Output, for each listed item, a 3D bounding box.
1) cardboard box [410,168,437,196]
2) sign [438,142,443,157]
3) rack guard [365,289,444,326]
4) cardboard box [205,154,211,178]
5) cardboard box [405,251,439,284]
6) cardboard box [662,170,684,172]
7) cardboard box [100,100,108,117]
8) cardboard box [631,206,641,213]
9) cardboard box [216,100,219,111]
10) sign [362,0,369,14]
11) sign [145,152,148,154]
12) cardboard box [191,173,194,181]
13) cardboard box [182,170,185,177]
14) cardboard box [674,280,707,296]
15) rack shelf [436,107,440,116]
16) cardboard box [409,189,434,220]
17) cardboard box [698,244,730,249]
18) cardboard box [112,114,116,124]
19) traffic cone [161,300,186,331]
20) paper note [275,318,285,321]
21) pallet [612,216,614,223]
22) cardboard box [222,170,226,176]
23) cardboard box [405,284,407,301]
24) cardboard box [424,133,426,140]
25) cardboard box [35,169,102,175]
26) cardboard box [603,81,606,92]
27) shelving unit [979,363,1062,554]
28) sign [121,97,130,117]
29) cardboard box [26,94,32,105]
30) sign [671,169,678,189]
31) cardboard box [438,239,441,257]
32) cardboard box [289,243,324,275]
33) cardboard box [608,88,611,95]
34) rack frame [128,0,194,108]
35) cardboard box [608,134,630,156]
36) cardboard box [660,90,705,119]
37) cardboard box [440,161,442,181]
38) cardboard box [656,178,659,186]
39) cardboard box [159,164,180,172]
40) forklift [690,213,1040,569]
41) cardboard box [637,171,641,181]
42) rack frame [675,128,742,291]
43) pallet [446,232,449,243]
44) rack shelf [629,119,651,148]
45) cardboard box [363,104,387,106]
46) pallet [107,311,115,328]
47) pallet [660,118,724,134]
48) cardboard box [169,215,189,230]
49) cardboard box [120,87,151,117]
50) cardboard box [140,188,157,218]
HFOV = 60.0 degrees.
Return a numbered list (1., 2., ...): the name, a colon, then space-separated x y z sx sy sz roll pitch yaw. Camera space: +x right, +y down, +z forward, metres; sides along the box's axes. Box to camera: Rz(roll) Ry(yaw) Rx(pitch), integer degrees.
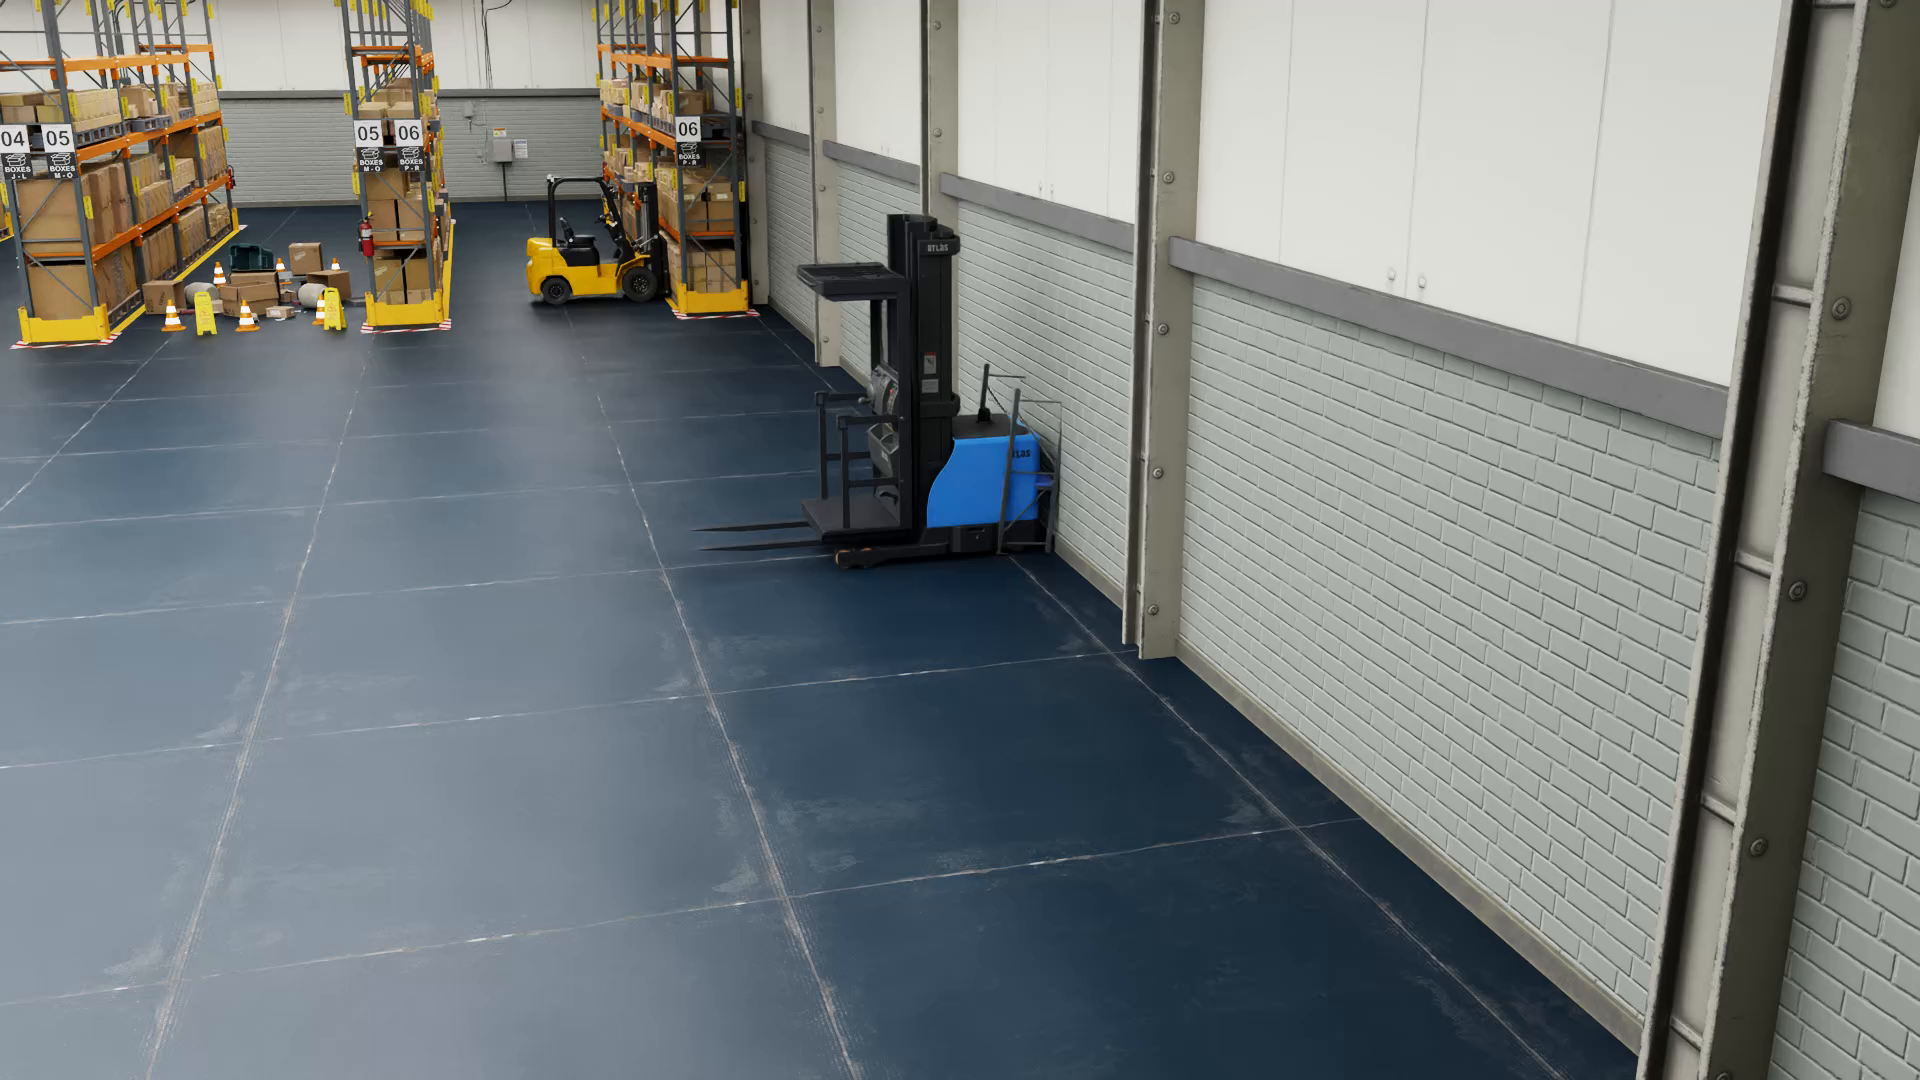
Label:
1. cardboard box: -9.911 -6.590 30.554 0.500 0.500 0.500 -4 17 -14
2. sign: -11.737 -8.821 37.527 0.100 0.325 0.005 -5 17 -15
3. rack guard: -8.979 -3.764 26.910 1.175 0.500 0.348 -5 17 -15
4. cardboard box: -17.025 -8.323 37.054 0.500 0.500 0.500 -5 17 -15
5. cardboard box: -9.069 -4.579 28.026 0.500 0.500 0.500 -5 18 -17
6. cardboard box: -5.308 -6.765 30.739 0.380 0.149 0.250 -4 17 -14
7. cardboard box: -14.133 -6.989 26.928 0.500 0.250 0.500 -5 17 -16
8. cardboard box: -7.102 -7.346 36.980 0.380 0.149 0.250 -6 18 -18
9. cardboard box: -17.708 -10.206 39.059 0.500 0.250 0.500 -5 17 -16
10. sign: -11.690 -10.504 32.678 0.100 0.325 0.005 -5 17 -15
11. sign: -17.508 -8.209 35.860 0.100 0.325 0.005 -5 17 -15
12. cardboard box: -16.616 -7.754 35.558 0.380 0.149 0.250 -5 17 -15
13. cardboard box: -16.323 -7.604 34.540 0.380 0.149 0.250 -5 17 -15
14. cardboard box: -4.620 -4.322 28.475 0.500 0.250 0.500 -5 17 -15
15. rack shelf: -12.806 -9.904 39.044 1.077 0.370 4.000 -5 17 -15
16. cardboard box: -9.256 -5.707 28.344 0.500 0.500 0.500 -5 17 -16
17. cardboard box: -4.278 -4.982 28.933 0.500 0.250 0.500 -5 17 -15
18. cardboard box: -14.240 -6.976 27.577 0.380 0.149 0.250 -4 17 -14
19. traffic cone: -12.471 -3.565 26.312 0.336 0.463 0.334 -5 17 -15
20. paper note: -11.132 -3.622 27.254 0.148 0.019 0.142 -12 20 -34
21. pallet: -8.012 -7.845 41.000 1.003 0.211 1.213 -5 17 -15
22. cardboard box: -17.726 -8.758 39.629 0.380 0.149 0.250 -5 17 -15
23. cardboard box: -9.574 -4.170 27.968 0.500 0.250 0.500 -5 17 -15
24. cardboard box: -9.096 -6.730 27.665 0.380 0.149 0.250 -4 17 -15
25. cardboard box: -14.289 -5.662 26.747 0.875 0.550 0.500 -5 17 -15
26. cardboard box: -8.431 -11.083 40.592 0.500 0.250 0.500 -5 17 -16
27. shelving unit: 0.513 -0.742 15.080 0.538 1.500 1.048 2 17 -16
28. sign: -14.256 -7.393 28.398 0.100 0.325 0.005 -5 17 -15
29. cardboard box: -14.176 -6.603 24.951 0.380 0.149 0.250 -5 17 -15
30. sign: -4.713 -5.962 27.460 0.100 0.325 0.005 -5 17 -15
31. cardboard box: -10.801 -5.735 32.965 0.950 0.372 0.625 -5 17 -16
32. cardboard box: -11.761 -5.063 29.919 0.500 0.500 0.500 -5 17 -15
33. cardboard box: -7.824 -10.243 37.937 0.380 0.149 0.250 -4 17 -14
34. rack frame: -16.988 -10.713 35.272 1.000 3.000 0.127 -5 17 -15
35. cardboard box: -8.306 -9.627 40.525 0.500 0.500 0.500 -4 17 -14
36. cardboard box: -4.852 -7.627 29.131 0.797 0.503 0.637 -4 17 -13
37. cardboard box: -12.134 -8.457 38.017 0.500 0.500 0.500 -4 17 -13
38. cardboard box: -5.452 -6.689 31.003 0.380 0.149 0.250 -5 17 -16
39. cardboard box: -16.192 -7.606 34.028 0.380 0.149 0.250 -4 17 -14
40. forklift: -0.858 -1.320 14.549 3.031 2.935 1.130 -5 17 -15
41. cardboard box: -6.362 -7.433 34.173 0.500 0.250 0.500 -4 17 -14
42. rack frame: -4.187 -5.333 27.790 1.000 3.000 0.127 -5 17 -15
43. pallet: -11.972 -6.716 37.241 1.003 0.211 1.213 -5 17 -15
44. rack shelf: -5.836 -8.085 32.988 1.077 0.370 4.000 -5 17 -15
45. cardboard box: -9.875 -7.275 28.093 0.380 0.149 0.250 -5 17 -16
46. pallet: -13.985 -3.400 26.202 1.003 0.211 1.213 -5 17 -15
47. pallet: -4.695 -7.263 29.155 1.003 0.211 1.213 -5 17 -15
48. cardboard box: -15.985 -6.447 33.808 0.500 0.250 0.500 -5 17 -16
49. cardboard box: -15.142 -8.008 30.404 0.500 0.500 0.500 -5 17 -15
50. cardboard box: -14.950 -6.120 30.235 0.500 0.500 0.500 -5 17 -16
